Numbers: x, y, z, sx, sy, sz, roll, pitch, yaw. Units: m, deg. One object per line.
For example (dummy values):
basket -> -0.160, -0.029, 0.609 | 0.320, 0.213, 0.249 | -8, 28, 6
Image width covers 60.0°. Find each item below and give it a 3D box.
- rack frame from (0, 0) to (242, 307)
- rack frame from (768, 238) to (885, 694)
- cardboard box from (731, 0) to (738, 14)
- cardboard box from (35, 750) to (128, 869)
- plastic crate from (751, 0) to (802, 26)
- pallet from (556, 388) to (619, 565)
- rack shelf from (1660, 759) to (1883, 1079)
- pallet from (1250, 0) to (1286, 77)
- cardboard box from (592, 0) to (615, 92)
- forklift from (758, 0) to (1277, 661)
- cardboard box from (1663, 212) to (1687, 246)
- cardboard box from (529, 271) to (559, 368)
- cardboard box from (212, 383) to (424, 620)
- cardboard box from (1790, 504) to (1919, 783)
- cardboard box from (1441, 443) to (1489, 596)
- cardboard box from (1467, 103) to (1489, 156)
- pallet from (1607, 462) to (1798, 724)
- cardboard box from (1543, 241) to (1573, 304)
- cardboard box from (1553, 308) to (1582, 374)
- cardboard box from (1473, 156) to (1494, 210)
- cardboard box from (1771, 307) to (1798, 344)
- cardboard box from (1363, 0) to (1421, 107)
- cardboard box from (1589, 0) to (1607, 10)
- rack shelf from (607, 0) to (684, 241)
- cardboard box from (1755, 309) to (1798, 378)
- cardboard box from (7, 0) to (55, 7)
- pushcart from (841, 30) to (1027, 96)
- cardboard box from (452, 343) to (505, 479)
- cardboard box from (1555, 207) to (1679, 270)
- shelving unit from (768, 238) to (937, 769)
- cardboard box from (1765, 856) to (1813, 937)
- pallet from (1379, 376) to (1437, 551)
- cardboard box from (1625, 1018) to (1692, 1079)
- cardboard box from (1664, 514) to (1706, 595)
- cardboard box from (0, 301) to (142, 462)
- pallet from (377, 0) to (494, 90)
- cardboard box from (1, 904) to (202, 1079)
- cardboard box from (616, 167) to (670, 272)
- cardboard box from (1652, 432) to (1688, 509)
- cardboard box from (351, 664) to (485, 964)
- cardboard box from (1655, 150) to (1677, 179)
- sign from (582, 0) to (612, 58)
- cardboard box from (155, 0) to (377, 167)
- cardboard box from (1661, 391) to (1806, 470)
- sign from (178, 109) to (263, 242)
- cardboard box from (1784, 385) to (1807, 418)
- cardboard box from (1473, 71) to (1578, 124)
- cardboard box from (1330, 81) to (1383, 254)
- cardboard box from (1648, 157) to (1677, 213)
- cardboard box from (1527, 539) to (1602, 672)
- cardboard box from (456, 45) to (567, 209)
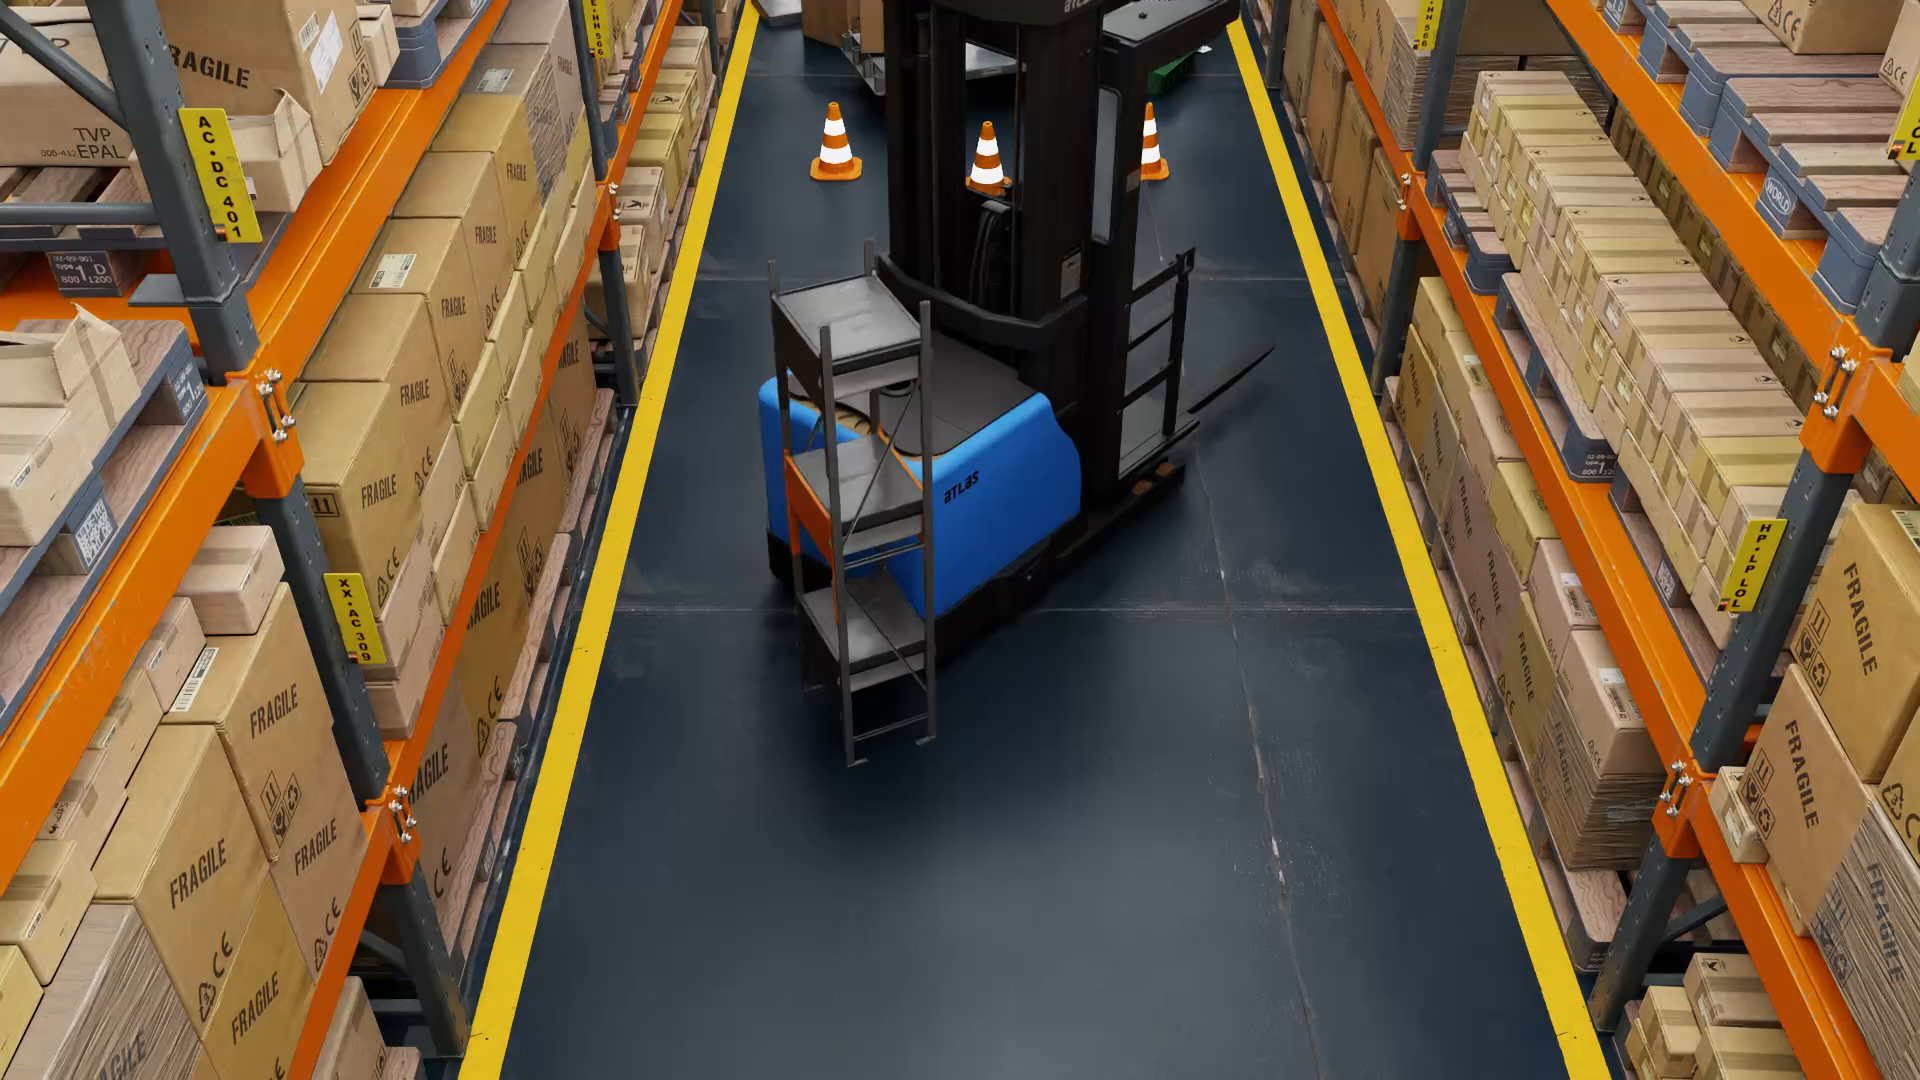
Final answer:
rack frame -> -2.216, -1.753, 2.986 | 1.000, 3.000, 0.127 | 0, 39, 0
rack frame -> -0.495, -0.214, 6.584 | 0.400, 2.100, 0.015 | -17, 42, -20
cardboard box -> -1.968, -4.208, 12.711 | 0.500, 0.250, 0.500 | 2, 39, 3
cardboard box -> -1.997, 0.578, 3.478 | 0.380, 0.149, 0.250 | 0, 39, 0
plastic crate -> -1.407, -4.257, 13.244 | 0.402, 0.080, 0.583 | -13, 40, -16
pallet -> -2.295, -0.332, 8.241 | 1.003, 0.211, 1.213 | 0, 39, 0
rack shelf -> 2.736, 2.053, 3.610 | 1.077, 0.370, 4.000 | 0, 39, 0
pallet -> 2.802, -3.869, 12.654 | 1.003, 0.211, 1.213 | 0, 39, 0
cardboard box -> -1.990, -2.513, 8.080 | 0.500, 0.500, 0.500 | -1, 39, -1
forklift -> 0.465, -1.459, 7.473 | 1.130, 2.935, 3.031 | 29, 47, 31
cardboard box -> 3.185, -1.265, 7.041 | 0.380, 0.149, 0.250 | -1, 39, -1
cardboard box -> -1.960, -0.904, 6.845 | 0.500, 0.250, 0.500 | 0, 39, -1
cardboard box -> -1.929, -0.116, 4.862 | 0.500, 0.500, 0.500 | 0, 39, 0
cardboard box -> 2.491, 0.259, 4.157 | 0.500, 0.500, 0.500 | 1, 39, 1
cardboard box -> 2.484, -0.090, 7.372 | 0.500, 0.500, 0.500 | -1, 39, -1
cardboard box -> 2.529, -1.859, 7.544 | 0.380, 0.149, 0.250 | 2, 39, 2
pallet -> 2.879, 0.119, 5.602 | 1.003, 0.211, 1.213 | 0, 39, 0
cardboard box -> 2.532, -1.054, 6.539 | 0.380, 0.149, 0.250 | 0, 39, 0
cardboard box -> 2.531, -0.774, 6.427 | 0.380, 0.149, 0.250 | -1, 39, -2
cardboard box -> 2.528, -1.598, 7.456 | 0.380, 0.149, 0.250 | 2, 39, 2
cardboard box -> 3.191, -0.831, 6.024 | 0.380, 0.149, 0.250 | 1, 39, 2
cardboard box -> 2.461, -2.612, 8.776 | 0.500, 0.500, 0.500 | 0, 39, 0
cardboard box -> 2.477, -2.207, 5.872 | 0.500, 0.500, 0.500 | 0, 39, 0
rack shelf -> -2.223, -2.883, 9.770 | 1.077, 0.370, 4.000 | 0, 39, 0
cardboard box -> 3.187, -0.727, 6.132 | 0.380, 0.149, 0.250 | -1, 39, -1
cardboard box -> -6.881, -3.997, 12.048 | 0.500, 0.250, 0.500 | 0, 39, 0
pushcart -> 0.055, -3.424, 11.966 | 1.648, 0.377, 0.936 | -13, 40, -16
cardboard box -> -1.937, -0.465, 5.897 | 0.500, 0.250, 0.500 | 0, 39, 1
cardboard box -> 2.539, -1.167, 6.442 | 0.380, 0.149, 0.250 | 1, 39, 1
shelving unit -> -0.390, -0.077, 6.412 | 0.431, 2.100, 0.503 | -17, 42, -20
cardboard box -> 2.482, 0.959, 4.601 | 0.380, 0.149, 0.250 | 1, 39, 1
pallet -> 2.729, -0.403, 8.329 | 1.003, 0.211, 1.213 | 0, 39, 0
cardboard box -> 2.413, 1.698, 5.422 | 0.380, 0.149, 0.250 | -2, 39, -2
cardboard box -> 2.535, 0.045, 5.406 | 0.380, 0.149, 0.250 | 0, 39, 0
cardboard box -> -1.895, -0.333, 3.306 | 0.396, 0.266, 0.258 | 1, 39, 1
pallet -> -2.162, -1.908, 5.730 | 1.003, 0.211, 1.213 | 2, 39, 2
cardboard box -> -1.937, 1.090, 3.357 | 0.500, 0.500, 0.500 | 0, 39, 1
cardboard box -> -2.220, -1.866, 9.691 | 0.950, 0.372, 0.625 | -1, 39, -1
cardboard box -> 2.537, -0.229, 5.510 | 0.380, 0.149, 0.250 | 2, 39, 2
cardboard box -> -2.297, 0.866, 5.879 | 0.875, 0.875, 0.875 | 1, 39, 1
cardboard box -> 3.187, -1.651, 7.046 | 0.380, 0.149, 0.250 | 1, 39, 1
sign -> -1.665, -2.367, 7.625 | 0.100, 0.325, 0.005 | 0, 39, 0
cardboard box -> -1.927, -1.336, 4.450 | 0.500, 0.500, 0.500 | -1, 39, -1
cardboard box -> 2.539, -0.357, 5.431 | 0.380, 0.149, 0.250 | -1, 39, -1
sign -> -1.661, -0.816, 3.740 | 0.100, 0.325, 0.005 | 0, 39, 0
cardboard box -> 3.191, -0.437, 6.007 | 0.380, 0.149, 0.250 | -2, 39, -2
cardboard box -> 2.536, -1.986, 7.464 | 0.380, 0.149, 0.250 | 0, 39, 0
cardboard box -> 2.814, -2.193, 9.797 | 1.050, 0.750, 0.750 | 1, 39, 1
cardboard box -> 3.190, -1.522, 7.123 | 0.380, 0.149, 0.250 | 1, 39, 1
cardboard box -> 2.493, 0.254, 6.344 | 0.500, 0.250, 0.500 | 2, 39, 2
cardboard box -> -1.950, -1.698, 6.836 | 0.500, 0.500, 0.500 | 1, 39, 1
